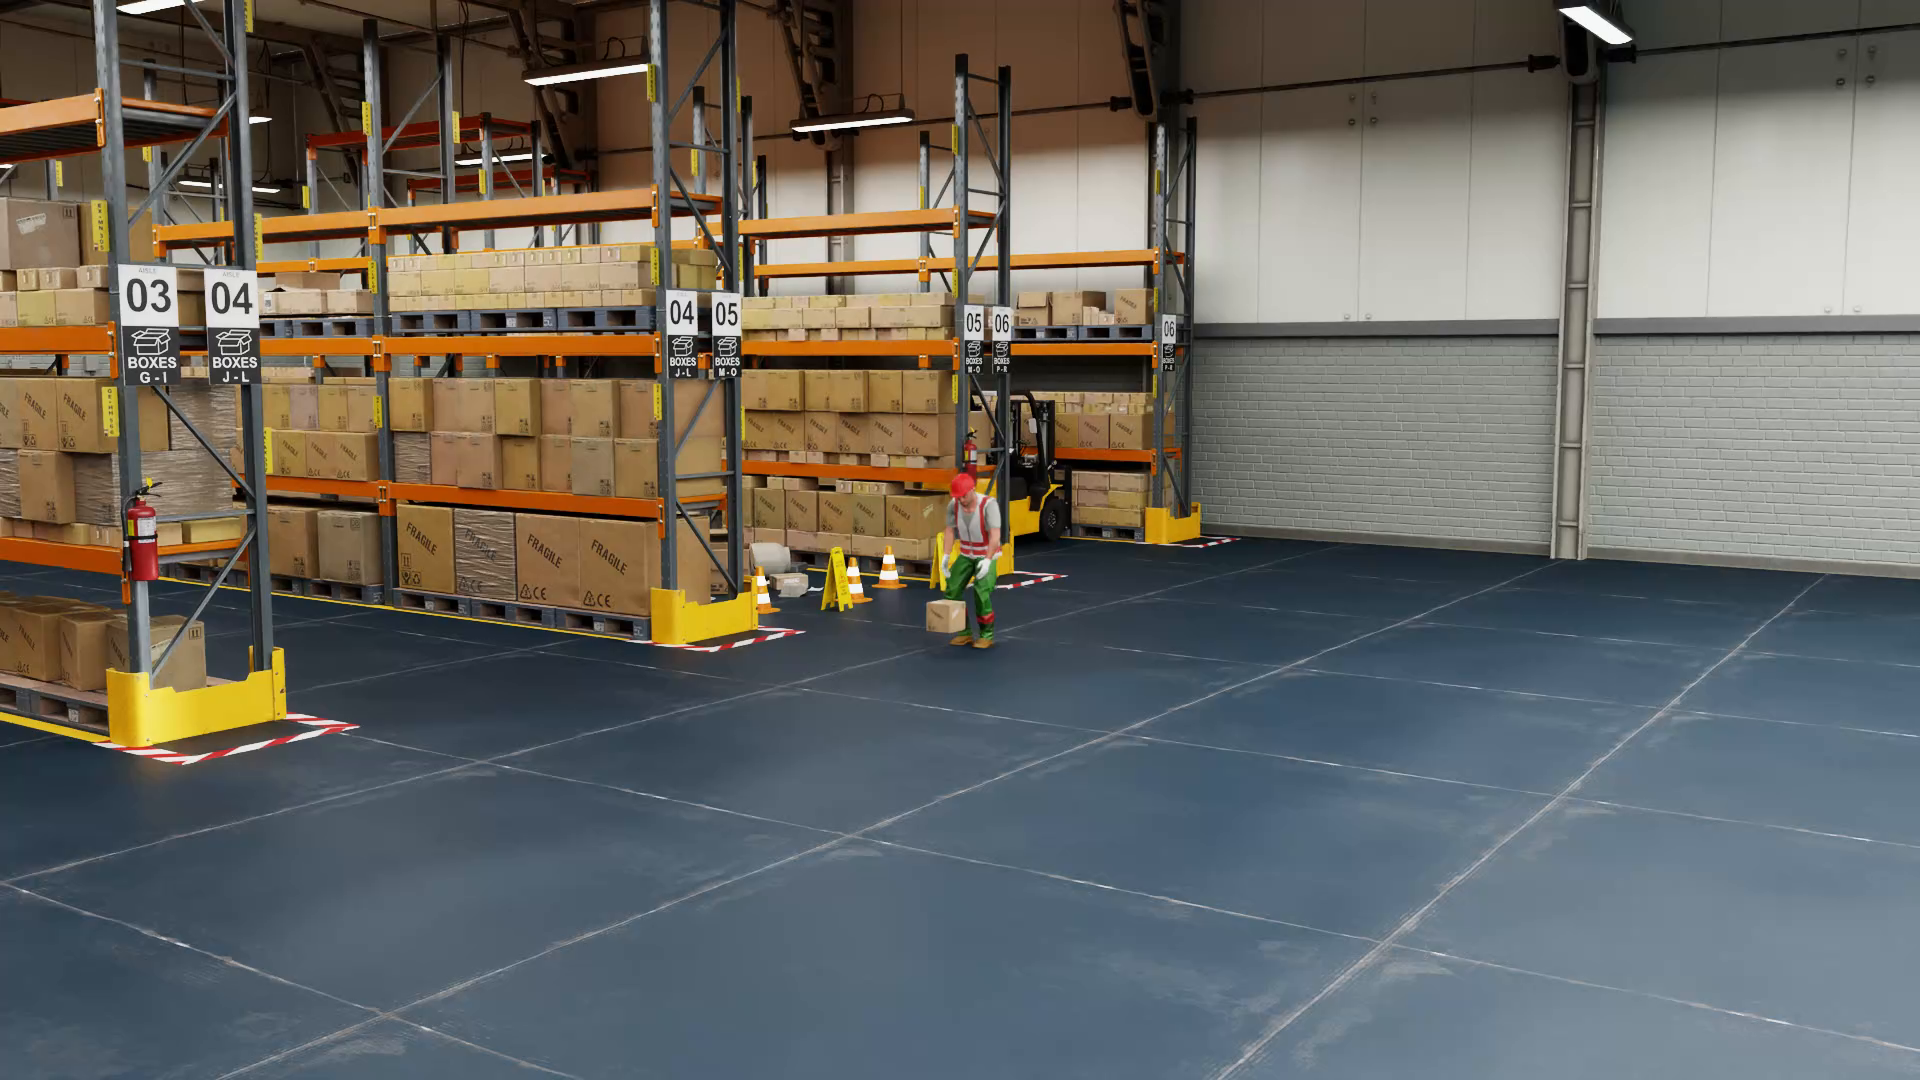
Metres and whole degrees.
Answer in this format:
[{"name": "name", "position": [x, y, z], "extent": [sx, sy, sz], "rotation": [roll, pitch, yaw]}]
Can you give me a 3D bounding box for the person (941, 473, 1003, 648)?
[{"name": "person", "position": [0.125, 0.177, 14.954], "extent": [0.575, 1.580, 0.647], "rotation": [4, 8, 34]}]
